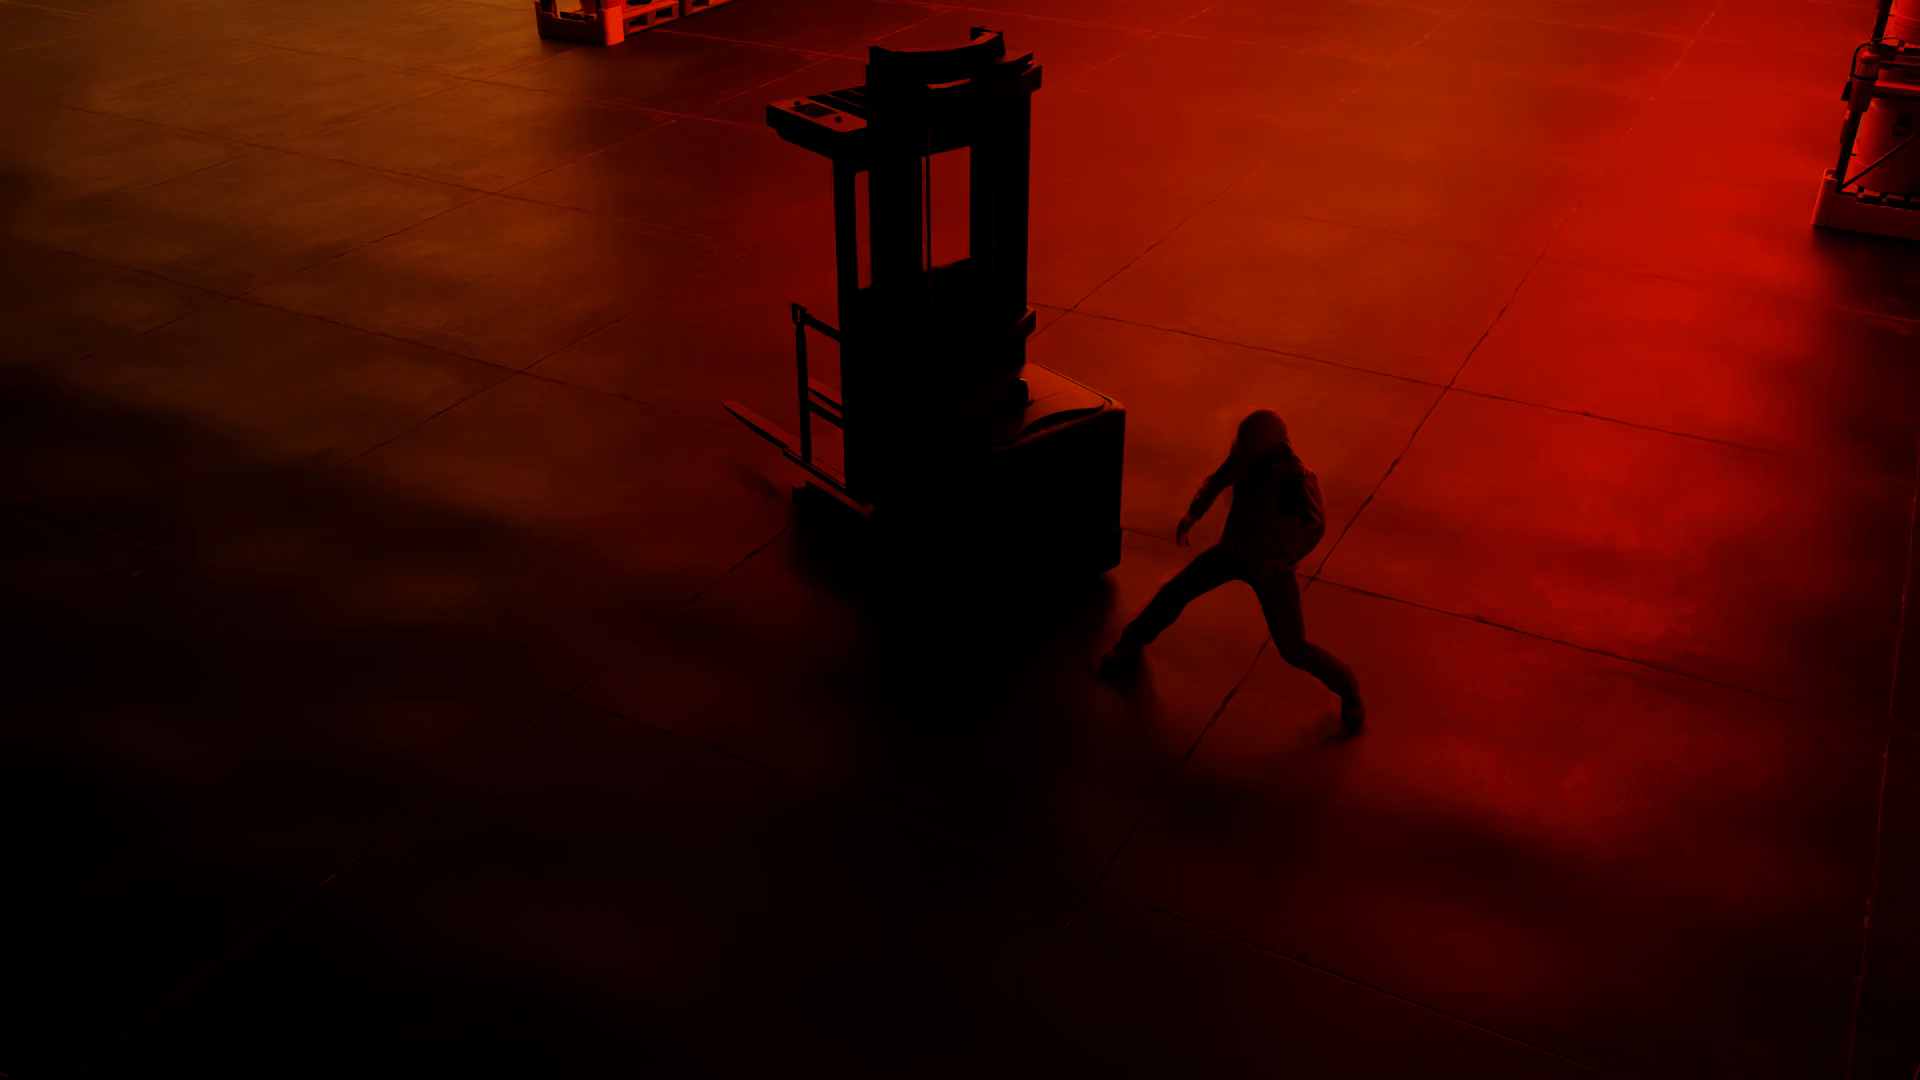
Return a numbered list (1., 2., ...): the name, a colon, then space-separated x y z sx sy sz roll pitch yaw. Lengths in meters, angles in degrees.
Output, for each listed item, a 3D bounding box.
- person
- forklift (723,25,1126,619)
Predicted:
1. person: 1.425 0.089 8.274 0.929 1.570 1.225 -18 35 -29
2. forklift: -0.382 -1.507 9.682 1.130 2.935 3.031 -22 37 -33
